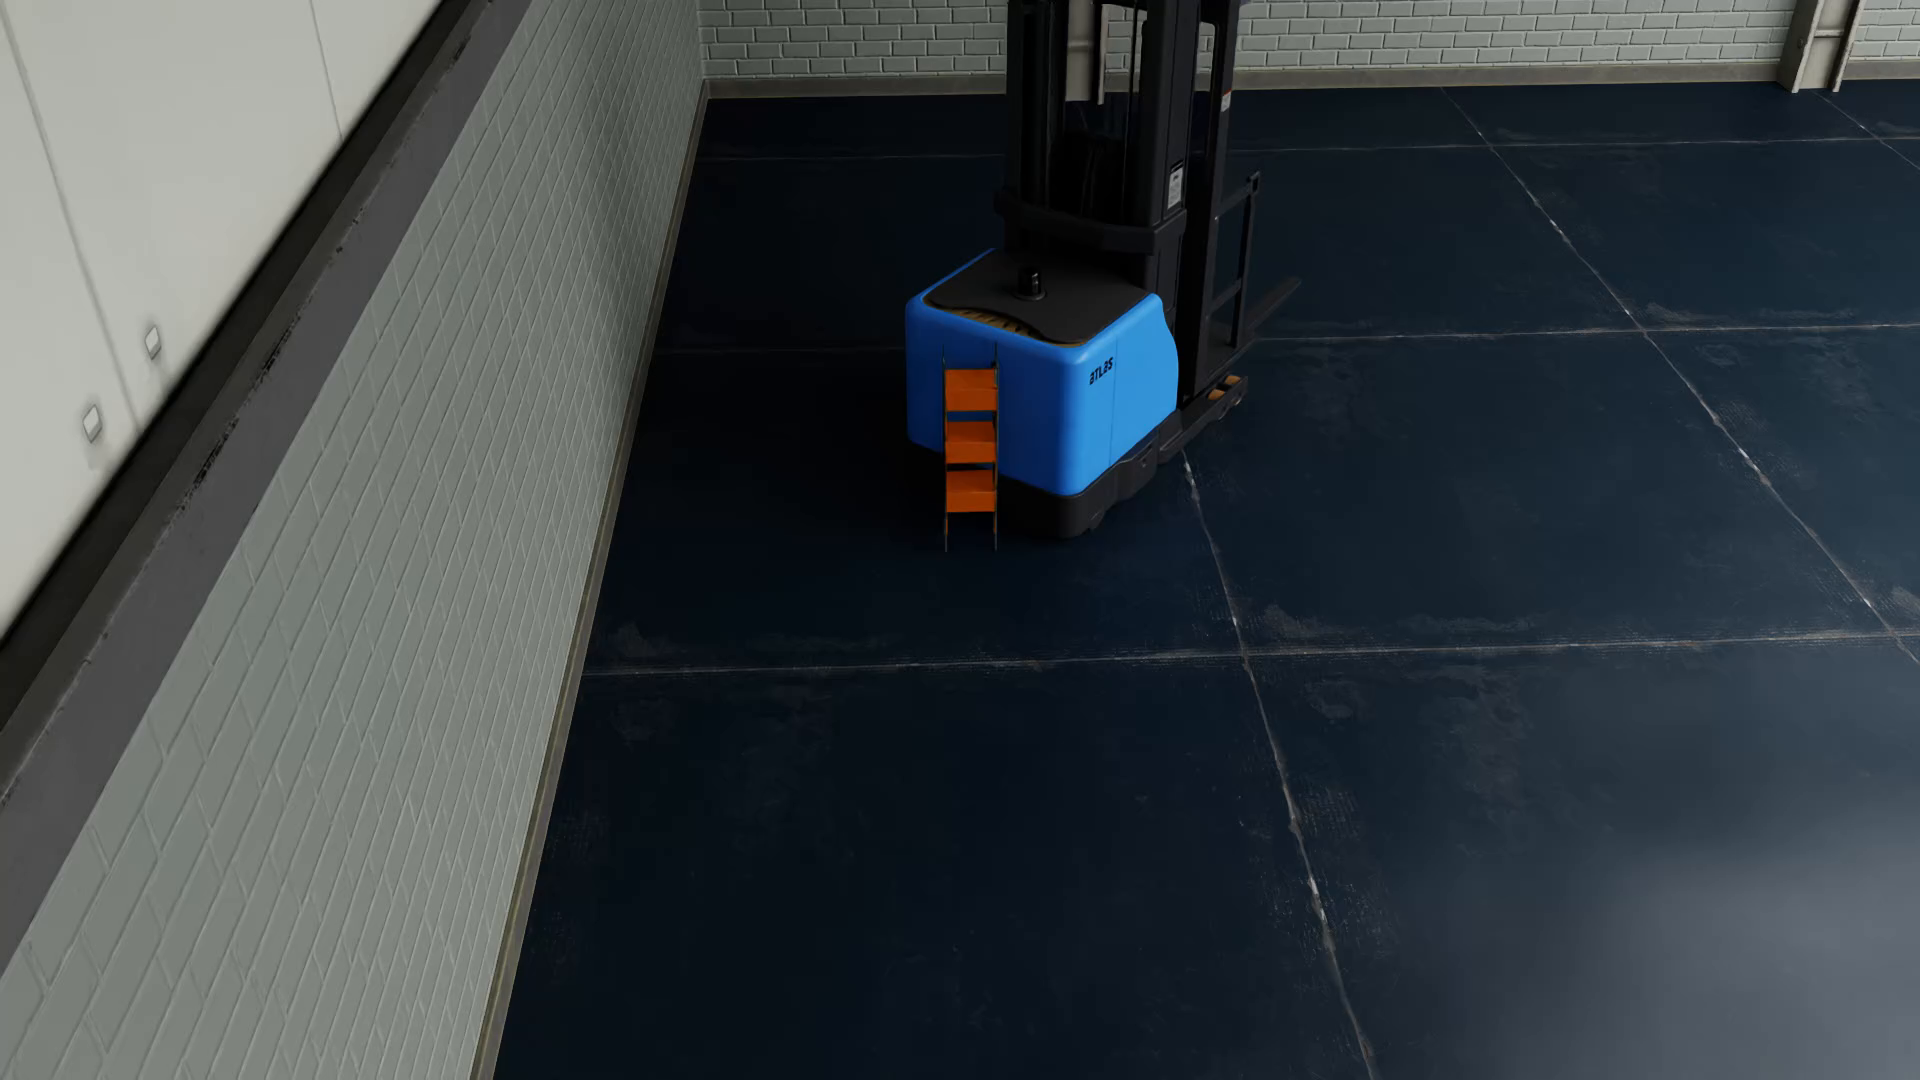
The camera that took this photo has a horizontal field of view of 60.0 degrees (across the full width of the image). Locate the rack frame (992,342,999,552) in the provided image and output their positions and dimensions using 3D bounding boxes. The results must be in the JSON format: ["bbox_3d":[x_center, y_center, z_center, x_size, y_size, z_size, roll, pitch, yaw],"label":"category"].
[{"bbox_3d":[0.170,-0.433,7.952,0.008,1.050,0.200,-1,34,-2],"label":"rack frame"}]

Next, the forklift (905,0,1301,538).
[{"bbox_3d":[0.960,-2.011,8.580,1.130,2.935,3.031,21,40,27],"label":"forklift"}]

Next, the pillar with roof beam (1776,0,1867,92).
[{"bbox_3d":[7.144,-4.980,7.539,0.400,9.000,9.100,-2,35,-2],"label":"pillar with roof beam"}]

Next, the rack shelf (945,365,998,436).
[{"bbox_3d":[0.049,-0.655,7.793,0.240,0.259,0.215,-1,34,-2],"label":"rack shelf"}]

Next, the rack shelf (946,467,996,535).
[{"bbox_3d":[0.048,-0.192,8.111,0.240,0.259,0.215,-1,34,-2],"label":"rack shelf"}]

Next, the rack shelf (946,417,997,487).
[{"bbox_3d":[0.048,-0.421,7.954,0.240,0.259,0.215,-1,34,-2],"label":"rack shelf"}]

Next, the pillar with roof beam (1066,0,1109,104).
[{"bbox_3d":[1.150,-4.819,7.305,0.400,9.000,9.100,-2,35,-2],"label":"pillar with roof beam"}]

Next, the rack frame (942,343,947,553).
[{"bbox_3d":[-0.074,-0.427,7.943,0.008,1.050,0.200,-1,34,-2],"label":"rack frame"}]

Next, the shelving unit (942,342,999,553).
[{"bbox_3d":[0.048,-0.430,7.948,0.252,1.050,0.215,-1,34,-2],"label":"shelving unit"}]
